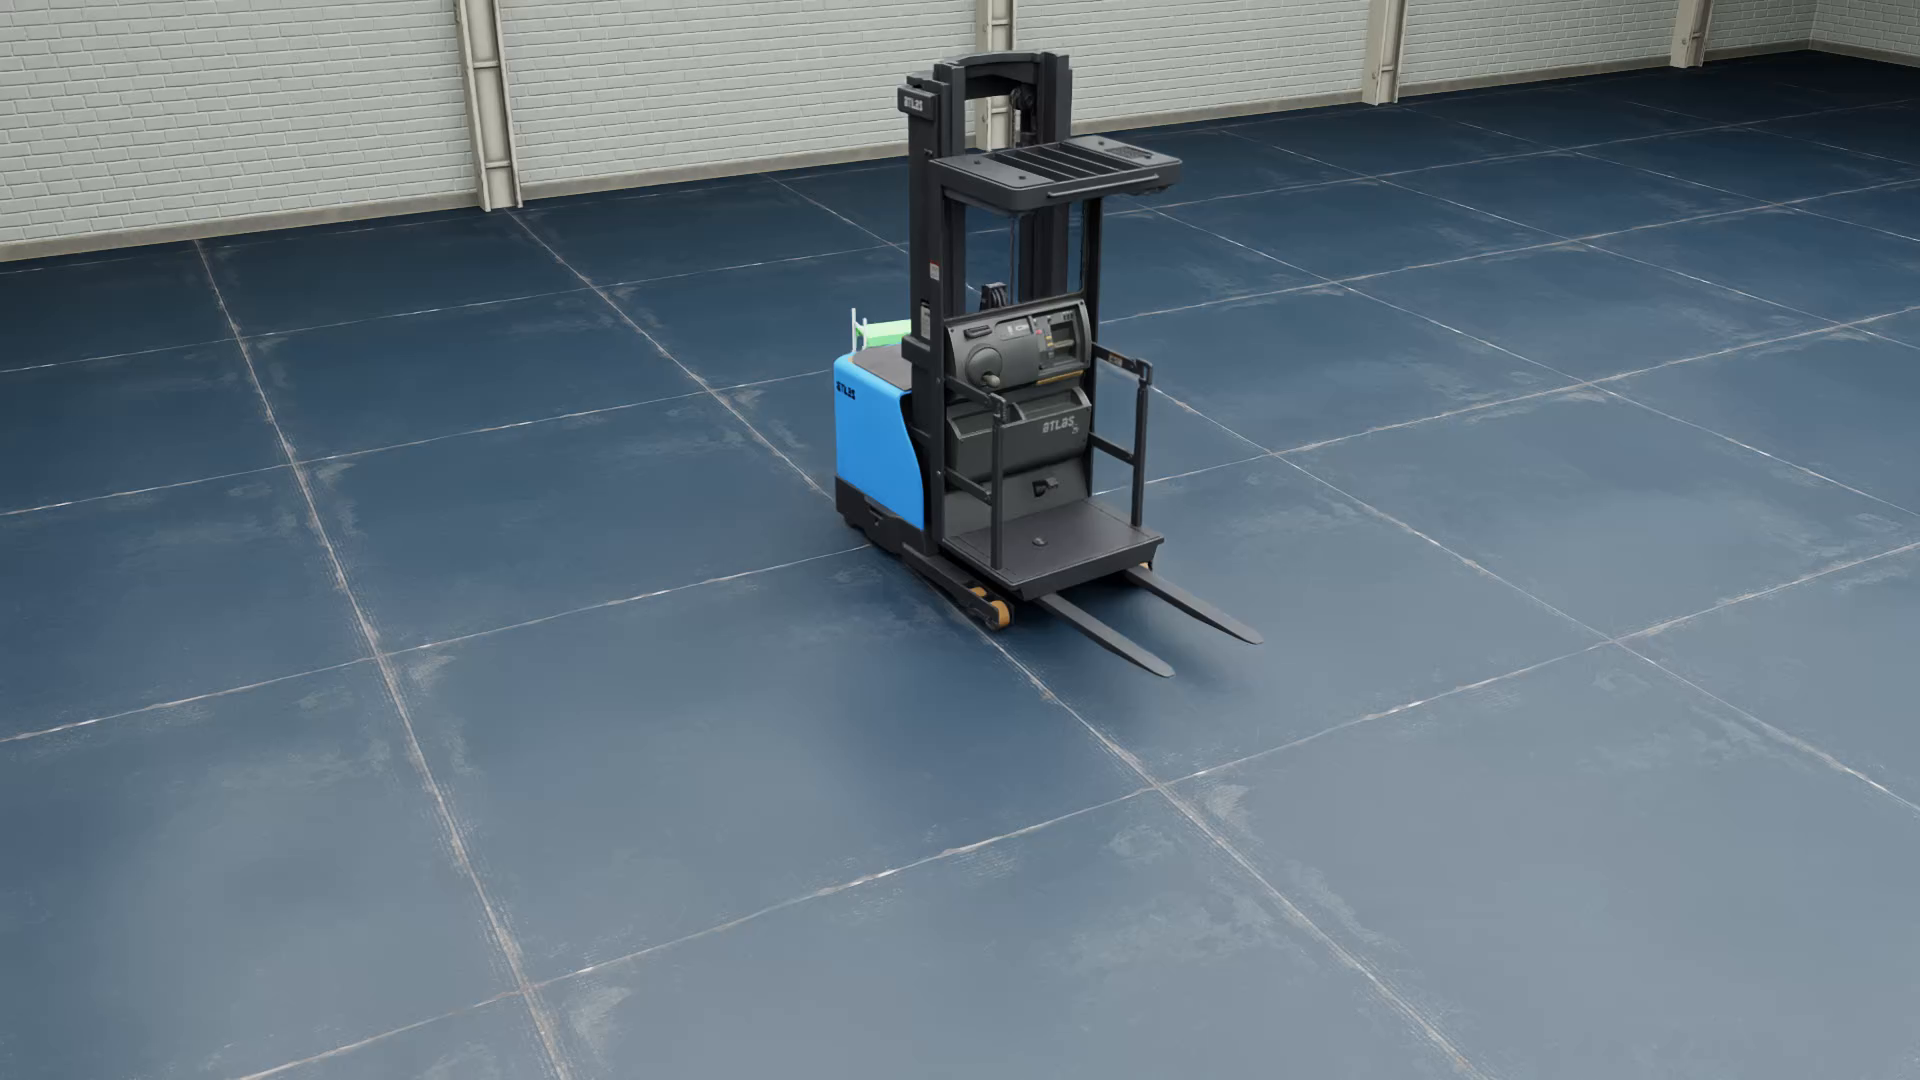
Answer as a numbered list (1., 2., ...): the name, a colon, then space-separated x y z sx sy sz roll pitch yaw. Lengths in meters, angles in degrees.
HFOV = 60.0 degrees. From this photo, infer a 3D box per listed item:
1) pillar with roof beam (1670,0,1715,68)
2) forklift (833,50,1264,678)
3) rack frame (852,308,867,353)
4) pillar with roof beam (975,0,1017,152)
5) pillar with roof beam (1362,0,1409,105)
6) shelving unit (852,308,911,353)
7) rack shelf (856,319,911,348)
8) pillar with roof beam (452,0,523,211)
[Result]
1. pillar with roof beam: 13.040 -9.619 19.887 0.400 9.000 9.100 -13 29 -25
2. forklift: 0.458 -1.057 9.065 1.130 2.935 3.031 -16 30 -30
3. rack frame: -0.634 -0.878 10.690 0.015 1.200 0.240 -10 28 -20
4. pillar with roof beam: 2.452 -7.175 14.797 0.400 9.000 9.100 -13 29 -25
5. pillar with roof beam: 7.746 -8.397 17.342 0.400 9.000 9.100 -13 29 -25
6. shelving unit: -0.408 -0.917 10.773 0.503 1.200 0.258 -10 28 -20
7. rack shelf: -0.407 -1.292 10.592 0.480 0.148 0.258 -10 28 -20
8. pillar with roof beam: -2.842 -5.953 12.251 0.400 9.000 9.100 -13 29 -25
